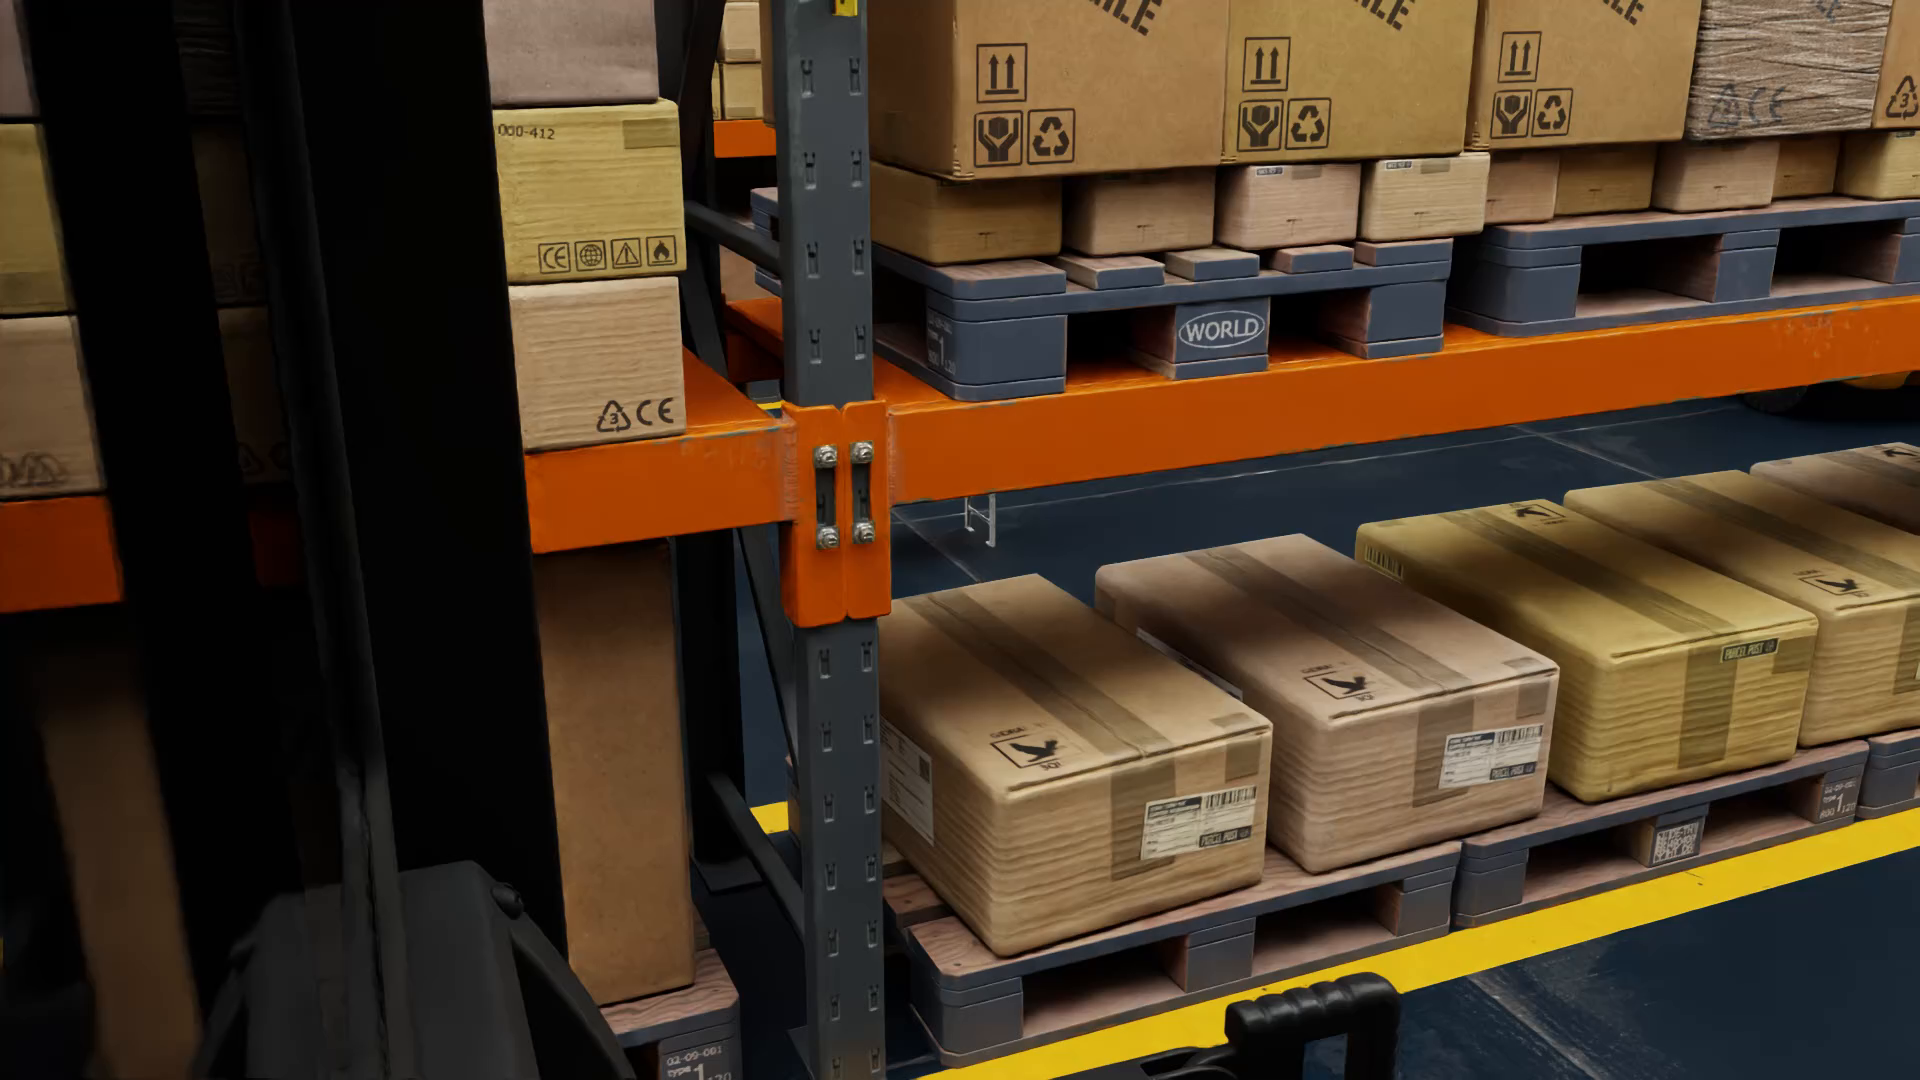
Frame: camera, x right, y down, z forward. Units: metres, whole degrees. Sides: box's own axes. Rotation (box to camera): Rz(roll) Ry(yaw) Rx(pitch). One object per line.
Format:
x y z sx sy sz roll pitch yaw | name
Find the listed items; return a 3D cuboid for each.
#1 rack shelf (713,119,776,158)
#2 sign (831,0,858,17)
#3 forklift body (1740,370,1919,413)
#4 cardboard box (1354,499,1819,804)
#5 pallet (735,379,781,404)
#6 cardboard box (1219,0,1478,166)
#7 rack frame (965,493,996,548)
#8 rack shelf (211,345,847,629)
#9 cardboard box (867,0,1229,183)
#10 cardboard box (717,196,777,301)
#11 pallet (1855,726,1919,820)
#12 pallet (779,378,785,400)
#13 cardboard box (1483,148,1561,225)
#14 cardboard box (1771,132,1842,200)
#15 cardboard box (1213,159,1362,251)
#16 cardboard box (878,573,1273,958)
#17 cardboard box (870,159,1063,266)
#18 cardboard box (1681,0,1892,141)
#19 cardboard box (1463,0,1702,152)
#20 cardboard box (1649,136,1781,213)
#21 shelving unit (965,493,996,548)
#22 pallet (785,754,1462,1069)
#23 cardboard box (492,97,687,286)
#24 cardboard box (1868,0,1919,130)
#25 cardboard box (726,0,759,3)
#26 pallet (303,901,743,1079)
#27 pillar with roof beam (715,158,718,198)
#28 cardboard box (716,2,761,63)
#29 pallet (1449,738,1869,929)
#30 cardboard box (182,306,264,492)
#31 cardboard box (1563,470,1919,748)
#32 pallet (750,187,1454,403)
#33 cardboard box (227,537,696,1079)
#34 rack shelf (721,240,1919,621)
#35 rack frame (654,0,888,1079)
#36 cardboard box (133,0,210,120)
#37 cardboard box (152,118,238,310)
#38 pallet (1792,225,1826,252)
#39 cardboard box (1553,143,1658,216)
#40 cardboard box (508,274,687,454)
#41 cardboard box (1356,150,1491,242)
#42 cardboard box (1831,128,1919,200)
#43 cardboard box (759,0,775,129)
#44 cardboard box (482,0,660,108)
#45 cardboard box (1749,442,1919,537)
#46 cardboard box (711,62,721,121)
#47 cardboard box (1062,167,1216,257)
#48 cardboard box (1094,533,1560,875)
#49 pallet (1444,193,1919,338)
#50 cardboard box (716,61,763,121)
-0.523 -1.971 8.188 4.000 0.370 1.077 -8 21 -22 | rack shelf
-0.167 -0.912 2.352 0.005 0.325 0.100 -8 21 -22 | sign
3.967 -1.894 8.163 1.214 2.155 2.313 -8 21 -22 | forklift body
1.505 0.238 4.154 0.625 0.372 0.950 -7 21 -20 | cardboard box
-1.589 -0.829 8.058 1.213 0.211 1.003 -8 21 -22 | pallet
0.590 -0.979 3.056 0.500 0.500 0.500 -7 21 -19 | cardboard box
0.072 -0.576 5.852 0.015 1.200 0.240 -8 21 -22 | rack frame
-2.227 0.068 2.396 4.000 0.370 1.077 -8 21 -22 | rack shelf
0.115 -0.909 2.856 0.500 0.500 0.500 -9 21 -23 | cardboard box
-1.185 -1.292 8.118 0.625 0.625 0.875 -7 21 -20 | cardboard box
2.568 0.357 4.689 1.213 0.211 1.003 -8 21 -22 | pallet
-0.470 -0.988 8.510 1.213 0.211 1.003 -8 21 -22 | pallet
0.975 -0.734 3.337 0.250 0.149 0.380 -7 21 -19 | cardboard box
1.694 -0.855 3.681 0.250 0.149 0.380 -9 21 -24 | cardboard box
0.524 -0.649 3.095 0.250 0.149 0.380 -10 22 -25 | cardboard box
0.132 0.436 3.593 0.625 0.372 0.950 -10 22 -26 | cardboard box
-0.018 -0.600 2.956 0.250 0.149 0.380 -9 22 -25 | cardboard box
1.537 -1.115 3.441 0.500 0.500 0.500 -9 21 -24 | cardboard box
1.075 -1.051 3.261 0.500 0.500 0.500 -8 21 -21 | cardboard box
1.485 -0.798 3.518 0.250 0.149 0.380 -7 21 -20 | cardboard box
-0.152 -0.544 5.761 0.503 1.200 0.258 -8 21 -22 | shelving unit
0.328 0.678 3.777 1.213 0.211 1.003 -8 21 -22 | pallet
-0.734 -0.558 2.564 0.500 0.250 0.500 -8 21 -22 | cardboard box
2.018 -1.184 3.637 0.500 0.500 0.500 -7 21 -20 | cardboard box
-1.026 -2.510 7.508 0.250 0.149 0.380 -8 21 -21 | cardboard box
-1.144 0.862 3.257 1.213 0.211 1.003 -8 21 -22 | pallet
0.185 -4.011 3.864 0.400 9.000 9.100 -8 21 -22 | pillar with roof beam
-0.908 -2.325 7.583 0.500 0.250 0.500 -9 21 -23 | cardboard box
1.446 0.519 4.230 1.213 0.211 1.003 -8 21 -22 | pallet
-1.215 -0.246 2.430 0.500 0.250 0.500 -8 21 -21 | cardboard box
2.143 0.146 4.415 0.625 0.372 0.950 -7 21 -19 | cardboard box
0.222 -0.570 3.414 1.003 0.211 1.213 -8 21 -22 | pallet
-1.057 0.335 3.121 0.875 0.875 0.875 -8 21 -22 | cardboard box
1.446 -0.458 3.890 4.000 0.370 1.077 -8 21 -22 | rack shelf
-0.390 -0.535 3.024 0.127 3.000 1.000 -8 21 -22 | rack frame
-1.229 -0.836 2.222 0.500 0.500 0.500 -8 21 -21 | cardboard box
-1.204 -0.490 2.370 0.500 0.250 0.500 -9 21 -23 | cardboard box
2.523 -0.914 4.390 1.213 0.211 1.003 -8 21 -22 | pallet
1.219 -0.784 3.477 0.250 0.149 0.380 -7 21 -20 | cardboard box
-0.752 -0.318 2.635 0.500 0.250 0.500 -9 21 -24 | cardboard box
0.785 -0.679 3.180 0.250 0.149 0.380 -8 21 -22 | cardboard box
1.977 -0.859 3.690 0.250 0.149 0.380 -8 21 -22 | cardboard box
-0.083 -1.065 3.298 0.500 0.500 0.500 -9 21 -23 | cardboard box
-0.761 -0.906 2.421 0.500 0.500 0.500 -9 21 -23 | cardboard box
2.802 0.050 4.687 0.625 0.372 0.950 -8 21 -21 | cardboard box
-1.392 -2.025 7.484 0.500 0.250 0.500 -9 21 -23 | cardboard box
0.255 -0.627 3.032 0.250 0.149 0.380 -10 22 -25 | cardboard box
0.807 0.336 3.875 0.625 0.372 0.950 -9 21 -23 | cardboard box
1.411 -0.717 3.831 1.213 0.211 1.003 -8 21 -22 | pallet
-0.922 -2.095 7.682 0.500 0.250 0.500 -9 21 -24 | cardboard box
